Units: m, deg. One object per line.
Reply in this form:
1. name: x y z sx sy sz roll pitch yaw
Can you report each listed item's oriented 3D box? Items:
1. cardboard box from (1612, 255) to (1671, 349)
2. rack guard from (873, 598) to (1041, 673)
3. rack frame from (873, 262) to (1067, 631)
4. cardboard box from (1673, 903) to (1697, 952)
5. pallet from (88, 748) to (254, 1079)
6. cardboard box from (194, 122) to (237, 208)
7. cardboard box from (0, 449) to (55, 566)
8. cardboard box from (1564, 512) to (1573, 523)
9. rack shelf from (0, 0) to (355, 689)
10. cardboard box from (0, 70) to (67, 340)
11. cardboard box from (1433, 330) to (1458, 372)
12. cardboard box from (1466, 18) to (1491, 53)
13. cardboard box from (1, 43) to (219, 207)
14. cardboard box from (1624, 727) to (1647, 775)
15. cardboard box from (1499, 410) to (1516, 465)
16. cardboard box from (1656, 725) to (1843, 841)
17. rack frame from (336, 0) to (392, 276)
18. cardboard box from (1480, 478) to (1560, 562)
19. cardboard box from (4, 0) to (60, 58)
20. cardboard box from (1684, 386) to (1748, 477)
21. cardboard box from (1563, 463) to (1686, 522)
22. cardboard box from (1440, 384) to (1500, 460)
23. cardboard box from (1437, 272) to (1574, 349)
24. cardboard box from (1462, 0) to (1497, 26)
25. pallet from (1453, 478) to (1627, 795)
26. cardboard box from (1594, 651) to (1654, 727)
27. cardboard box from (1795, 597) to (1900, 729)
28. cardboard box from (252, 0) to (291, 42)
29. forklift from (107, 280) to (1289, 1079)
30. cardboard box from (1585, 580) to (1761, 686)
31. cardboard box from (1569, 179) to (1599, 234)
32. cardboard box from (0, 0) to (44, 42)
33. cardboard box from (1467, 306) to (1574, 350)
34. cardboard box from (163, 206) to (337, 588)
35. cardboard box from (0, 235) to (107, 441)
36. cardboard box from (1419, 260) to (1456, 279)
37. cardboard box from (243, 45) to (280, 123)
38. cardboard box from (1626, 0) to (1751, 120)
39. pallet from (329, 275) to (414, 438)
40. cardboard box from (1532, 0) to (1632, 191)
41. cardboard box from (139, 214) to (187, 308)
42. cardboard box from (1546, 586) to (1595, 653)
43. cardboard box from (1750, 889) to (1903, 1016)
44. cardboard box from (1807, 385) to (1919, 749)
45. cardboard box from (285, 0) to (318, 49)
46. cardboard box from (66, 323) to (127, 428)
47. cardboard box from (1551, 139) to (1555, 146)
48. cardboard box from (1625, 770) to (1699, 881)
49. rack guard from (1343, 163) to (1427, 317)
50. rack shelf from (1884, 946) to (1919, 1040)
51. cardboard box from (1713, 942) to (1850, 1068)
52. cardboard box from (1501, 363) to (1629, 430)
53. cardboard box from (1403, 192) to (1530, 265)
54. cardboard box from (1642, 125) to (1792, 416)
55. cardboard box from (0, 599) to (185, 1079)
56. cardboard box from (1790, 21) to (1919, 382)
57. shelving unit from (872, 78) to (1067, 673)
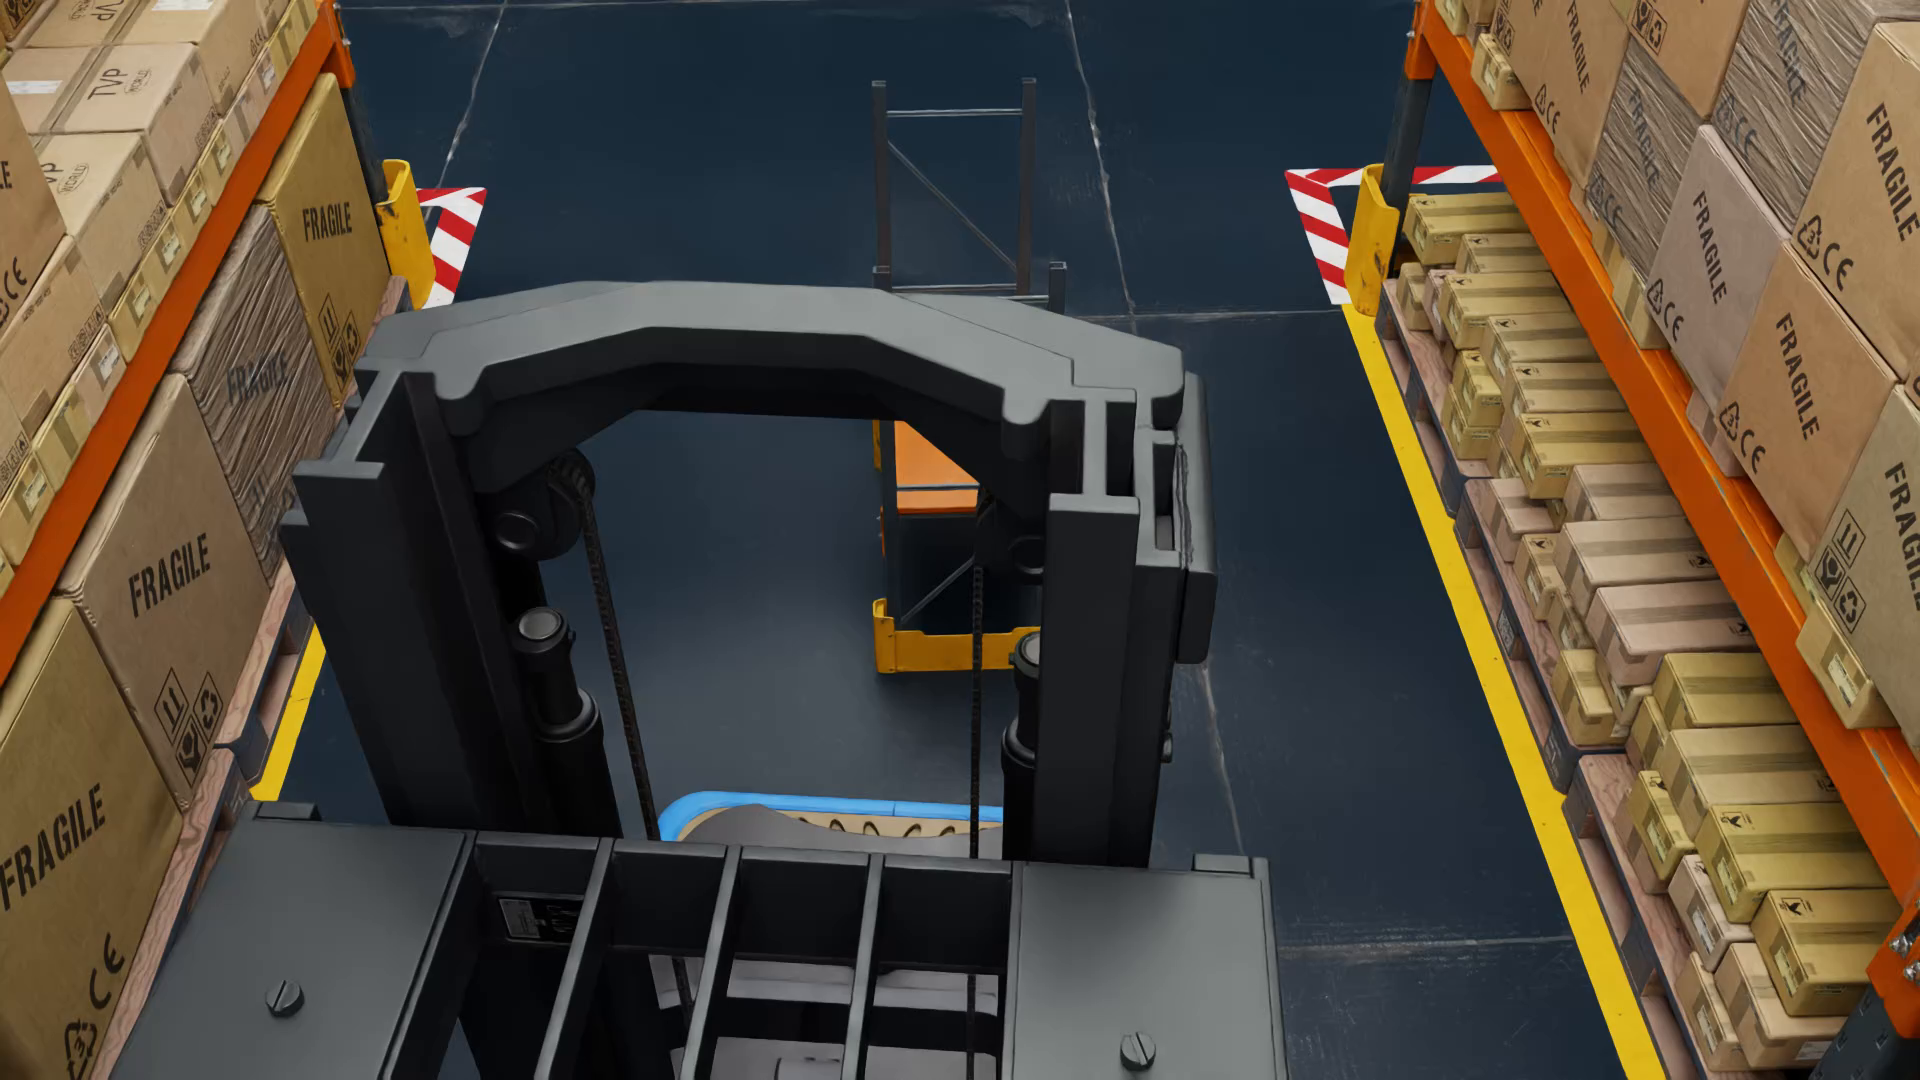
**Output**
1. cardboard box: 1.972 -0.638 4.412 0.380 0.149 0.250 -1 43 -1
2. rack guard: 0.024 0.296 5.243 0.587 0.250 0.087 -2 43 -2
3. rack frame: 0.025 -0.152 4.806 0.500 1.500 0.032 -2 43 -2
4. cardboard box: 2.072 0.972 4.269 0.380 0.149 0.250 -1 43 -1
5. pallet: -2.558 1.095 4.399 1.003 0.211 1.213 -2 43 -2
6. cardboard box: -2.384 -1.105 4.921 0.380 0.149 0.250 -3 43 -3
7. cardboard box: -2.320 -0.067 3.789 0.380 0.149 0.250 -3 43 -3
8. cardboard box: 2.069 0.022 5.085 0.380 0.149 0.250 0 43 0
9. rack shelf: -2.688 -0.502 4.611 1.077 0.370 4.000 -2 43 -2
10. cardboard box: -2.408 -0.763 3.698 0.500 0.500 0.500 -3 43 -3
11. cardboard box: 1.982 -0.759 6.157 0.380 0.149 0.250 -2 43 -2
12. cardboard box: 1.925 -1.700 5.571 0.380 0.149 0.250 0 43 0
13. cardboard box: -2.445 -1.167 4.694 0.500 0.250 0.500 -3 43 -3
14. cardboard box: 2.106 0.614 4.659 0.380 0.149 0.250 -3 43 -3
15. cardboard box: 2.015 -0.342 5.483 0.380 0.149 0.250 -4 43 -4
16. cardboard box: 2.013 0.613 4.220 0.380 0.149 0.250 -2 43 -2
17. rack frame: -2.773 -2.118 5.841 1.000 3.000 0.127 -2 43 -2
18. cardboard box: 1.930 -0.075 5.411 0.380 0.149 0.250 -4 43 -4
19. cardboard box: -2.994 -1.490 5.046 0.500 0.250 0.500 -2 43 -2
20. cardboard box: 2.011 -0.295 4.038 0.380 0.149 0.250 -3 43 -4
21. cardboard box: 2.051 -0.097 4.994 0.380 0.149 0.250 -2 43 -2
22. cardboard box: 1.901 -0.415 5.782 0.380 0.149 0.250 -1 43 -1
23. cardboard box: 1.884 -0.795 5.756 0.380 0.149 0.250 -2 43 -2
24. cardboard box: 1.930 -2.027 5.448 0.500 0.500 0.500 0 43 0
25. pallet: 2.238 0.258 5.312 1.003 0.211 1.213 -2 43 -2
26. cardboard box: 2.029 0.385 4.689 0.380 0.149 0.250 -1 43 -1
27. cardboard box: 1.991 0.244 3.450 0.380 0.149 0.250 -3 43 -3
28. cardboard box: -2.488 -1.853 5.442 0.500 0.250 0.500 -2 43 -2
29. forklift: -0.242 1.264 2.202 1.130 2.935 3.031 3 43 3
30. cardboard box: 1.976 0.256 4.610 0.380 0.149 0.250 -4 43 -4
31. cardboard box: 2.000 -0.995 4.802 0.380 0.149 0.250 -2 43 -3
32. cardboard box: -3.001 -1.779 4.807 0.500 0.500 0.500 -3 43 -3
33. cardboard box: 2.006 -0.695 5.867 0.380 0.149 0.250 -1 43 -1
34. cardboard box: -2.628 -0.445 5.277 0.875 0.875 0.875 -2 43 -2
35. cardboard box: -2.405 -0.482 3.947 0.500 0.250 0.500 -1 43 -1
36. cardboard box: 1.952 -1.044 6.248 0.380 0.149 0.250 0 43 0
37. cardboard box: -2.407 -1.448 5.296 0.380 0.149 0.250 -2 43 -2
38. cardboard box: 1.993 -1.360 3.980 0.500 0.500 0.500 -3 43 -3
39. pallet: -2.661 -0.552 6.196 1.003 0.211 1.213 -2 43 -2
40. cardboard box: 1.986 -1.336 4.693 0.500 0.500 0.500 -1 43 -1
41. cardboard box: -2.365 -0.762 4.548 0.380 0.149 0.250 -1 43 -1
42. cardboard box: 2.011 0.273 5.031 0.380 0.149 0.250 -1 43 -1
43. cardboard box: 2.081 0.953 3.850 0.380 0.149 0.250 -1 43 -1
44. cardboard box: 2.054 0.044 3.188 0.500 0.500 0.500 -2 43 -2
45. cardboard box: -2.429 -1.794 5.673 0.380 0.149 0.250 -1 43 -1
46. cardboard box: -2.339 -0.409 4.162 0.380 0.149 0.250 -1 43 -1
47. cardboard box: 2.031 -1.346 5.185 0.380 0.149 0.250 0 43 0
48. cardboard box: 1.972 0.729 4.314 0.380 0.149 0.250 -3 43 -3
49. rack guard: 2.190 -1.219 6.710 1.175 0.500 0.348 -2 43 -2
50. rack shelf: 2.441 2.124 1.745 1.077 0.370 4.000 -2 43 -2
51. cardboard box: 2.025 1.091 3.918 0.380 0.149 0.250 -1 43 -1
52. cardboard box: 1.979 -0.443 5.372 0.380 0.149 0.250 0 43 0
53. cardboard box: 1.869 -1.152 6.145 0.380 0.149 0.250 -3 43 -4
54. cardboard box: 2.013 -0.643 3.937 0.500 0.500 0.500 -2 43 -2
55. cardboard box: -2.552 0.763 3.959 0.875 0.875 0.875 -2 43 -2
56. cardboard box: 2.039 -0.665 3.221 0.500 0.500 0.500 -3 43 -3
57. shelving unit: 0.003 -0.501 5.187 0.587 1.500 1.083 -2 43 -2
